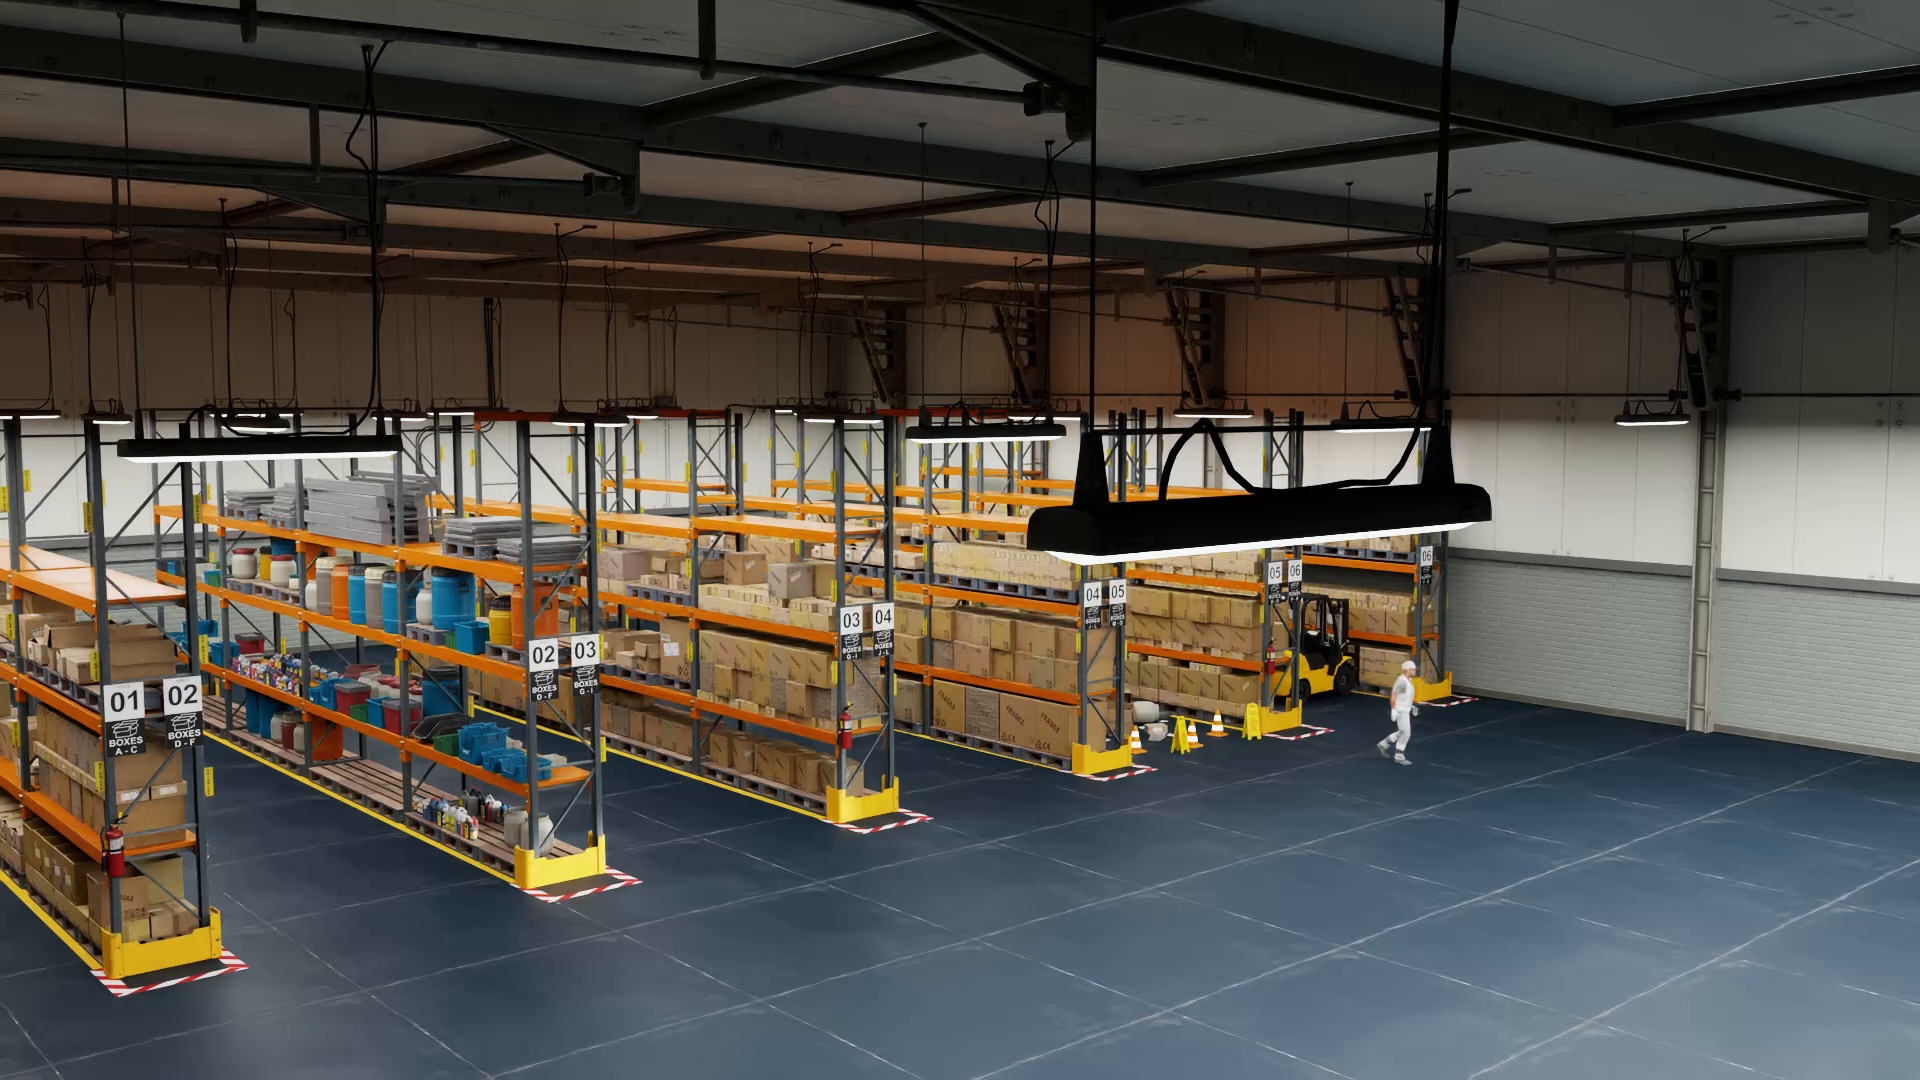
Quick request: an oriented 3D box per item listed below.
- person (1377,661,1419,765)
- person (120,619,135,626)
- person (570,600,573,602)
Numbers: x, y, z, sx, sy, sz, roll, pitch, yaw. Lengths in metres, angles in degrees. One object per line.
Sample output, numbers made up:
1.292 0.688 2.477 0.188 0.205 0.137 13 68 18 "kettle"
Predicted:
7.507 2.948 28.591 0.678 1.768 0.603 2 5 24 "person"
-17.444 2.458 34.701 0.823 1.628 0.489 0 5 -1 "person"
-8.761 2.175 38.018 0.719 1.631 0.537 -2 5 -20 "person"
